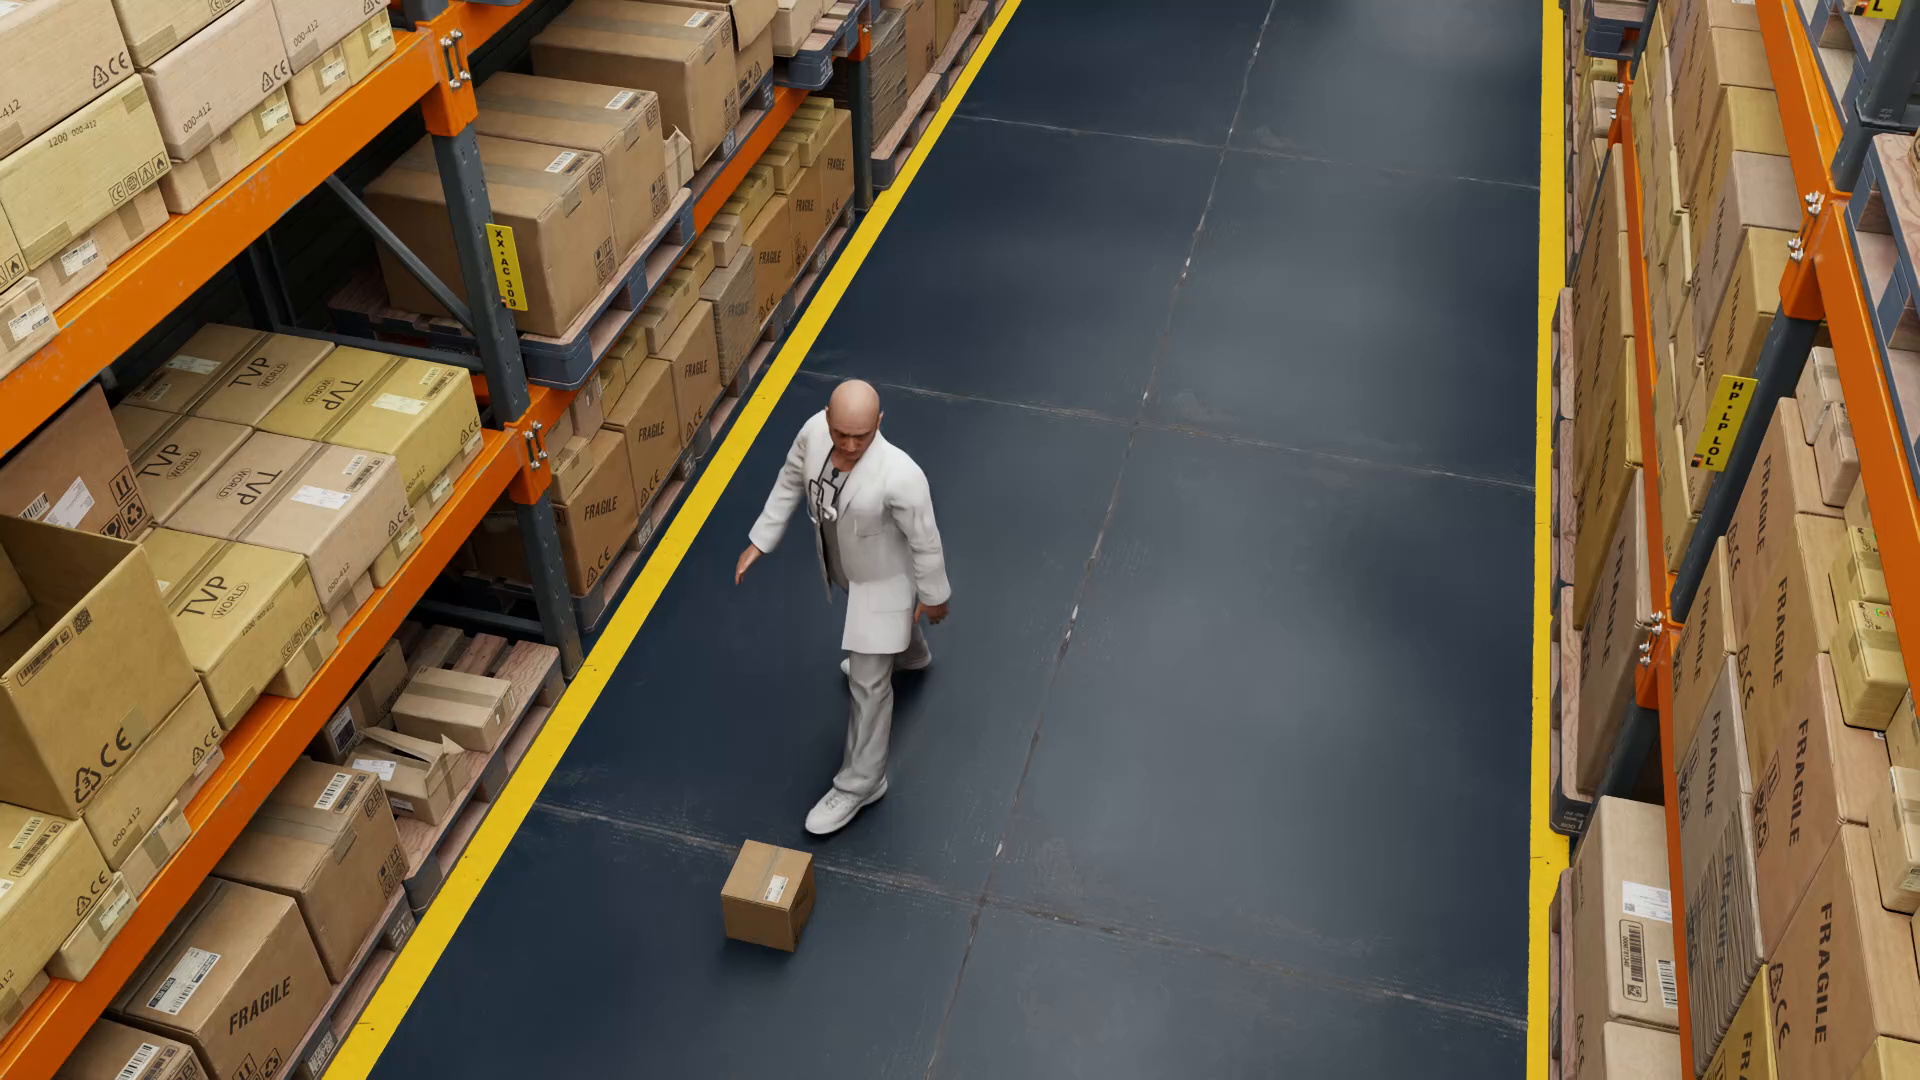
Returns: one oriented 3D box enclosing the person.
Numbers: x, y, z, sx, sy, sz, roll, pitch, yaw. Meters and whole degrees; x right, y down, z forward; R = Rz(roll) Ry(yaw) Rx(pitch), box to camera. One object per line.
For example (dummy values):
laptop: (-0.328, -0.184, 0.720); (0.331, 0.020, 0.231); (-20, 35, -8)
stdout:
person: (-0.389, 0.112, 6.032); (0.936, 1.730, 0.681); (-28, 48, -29)
